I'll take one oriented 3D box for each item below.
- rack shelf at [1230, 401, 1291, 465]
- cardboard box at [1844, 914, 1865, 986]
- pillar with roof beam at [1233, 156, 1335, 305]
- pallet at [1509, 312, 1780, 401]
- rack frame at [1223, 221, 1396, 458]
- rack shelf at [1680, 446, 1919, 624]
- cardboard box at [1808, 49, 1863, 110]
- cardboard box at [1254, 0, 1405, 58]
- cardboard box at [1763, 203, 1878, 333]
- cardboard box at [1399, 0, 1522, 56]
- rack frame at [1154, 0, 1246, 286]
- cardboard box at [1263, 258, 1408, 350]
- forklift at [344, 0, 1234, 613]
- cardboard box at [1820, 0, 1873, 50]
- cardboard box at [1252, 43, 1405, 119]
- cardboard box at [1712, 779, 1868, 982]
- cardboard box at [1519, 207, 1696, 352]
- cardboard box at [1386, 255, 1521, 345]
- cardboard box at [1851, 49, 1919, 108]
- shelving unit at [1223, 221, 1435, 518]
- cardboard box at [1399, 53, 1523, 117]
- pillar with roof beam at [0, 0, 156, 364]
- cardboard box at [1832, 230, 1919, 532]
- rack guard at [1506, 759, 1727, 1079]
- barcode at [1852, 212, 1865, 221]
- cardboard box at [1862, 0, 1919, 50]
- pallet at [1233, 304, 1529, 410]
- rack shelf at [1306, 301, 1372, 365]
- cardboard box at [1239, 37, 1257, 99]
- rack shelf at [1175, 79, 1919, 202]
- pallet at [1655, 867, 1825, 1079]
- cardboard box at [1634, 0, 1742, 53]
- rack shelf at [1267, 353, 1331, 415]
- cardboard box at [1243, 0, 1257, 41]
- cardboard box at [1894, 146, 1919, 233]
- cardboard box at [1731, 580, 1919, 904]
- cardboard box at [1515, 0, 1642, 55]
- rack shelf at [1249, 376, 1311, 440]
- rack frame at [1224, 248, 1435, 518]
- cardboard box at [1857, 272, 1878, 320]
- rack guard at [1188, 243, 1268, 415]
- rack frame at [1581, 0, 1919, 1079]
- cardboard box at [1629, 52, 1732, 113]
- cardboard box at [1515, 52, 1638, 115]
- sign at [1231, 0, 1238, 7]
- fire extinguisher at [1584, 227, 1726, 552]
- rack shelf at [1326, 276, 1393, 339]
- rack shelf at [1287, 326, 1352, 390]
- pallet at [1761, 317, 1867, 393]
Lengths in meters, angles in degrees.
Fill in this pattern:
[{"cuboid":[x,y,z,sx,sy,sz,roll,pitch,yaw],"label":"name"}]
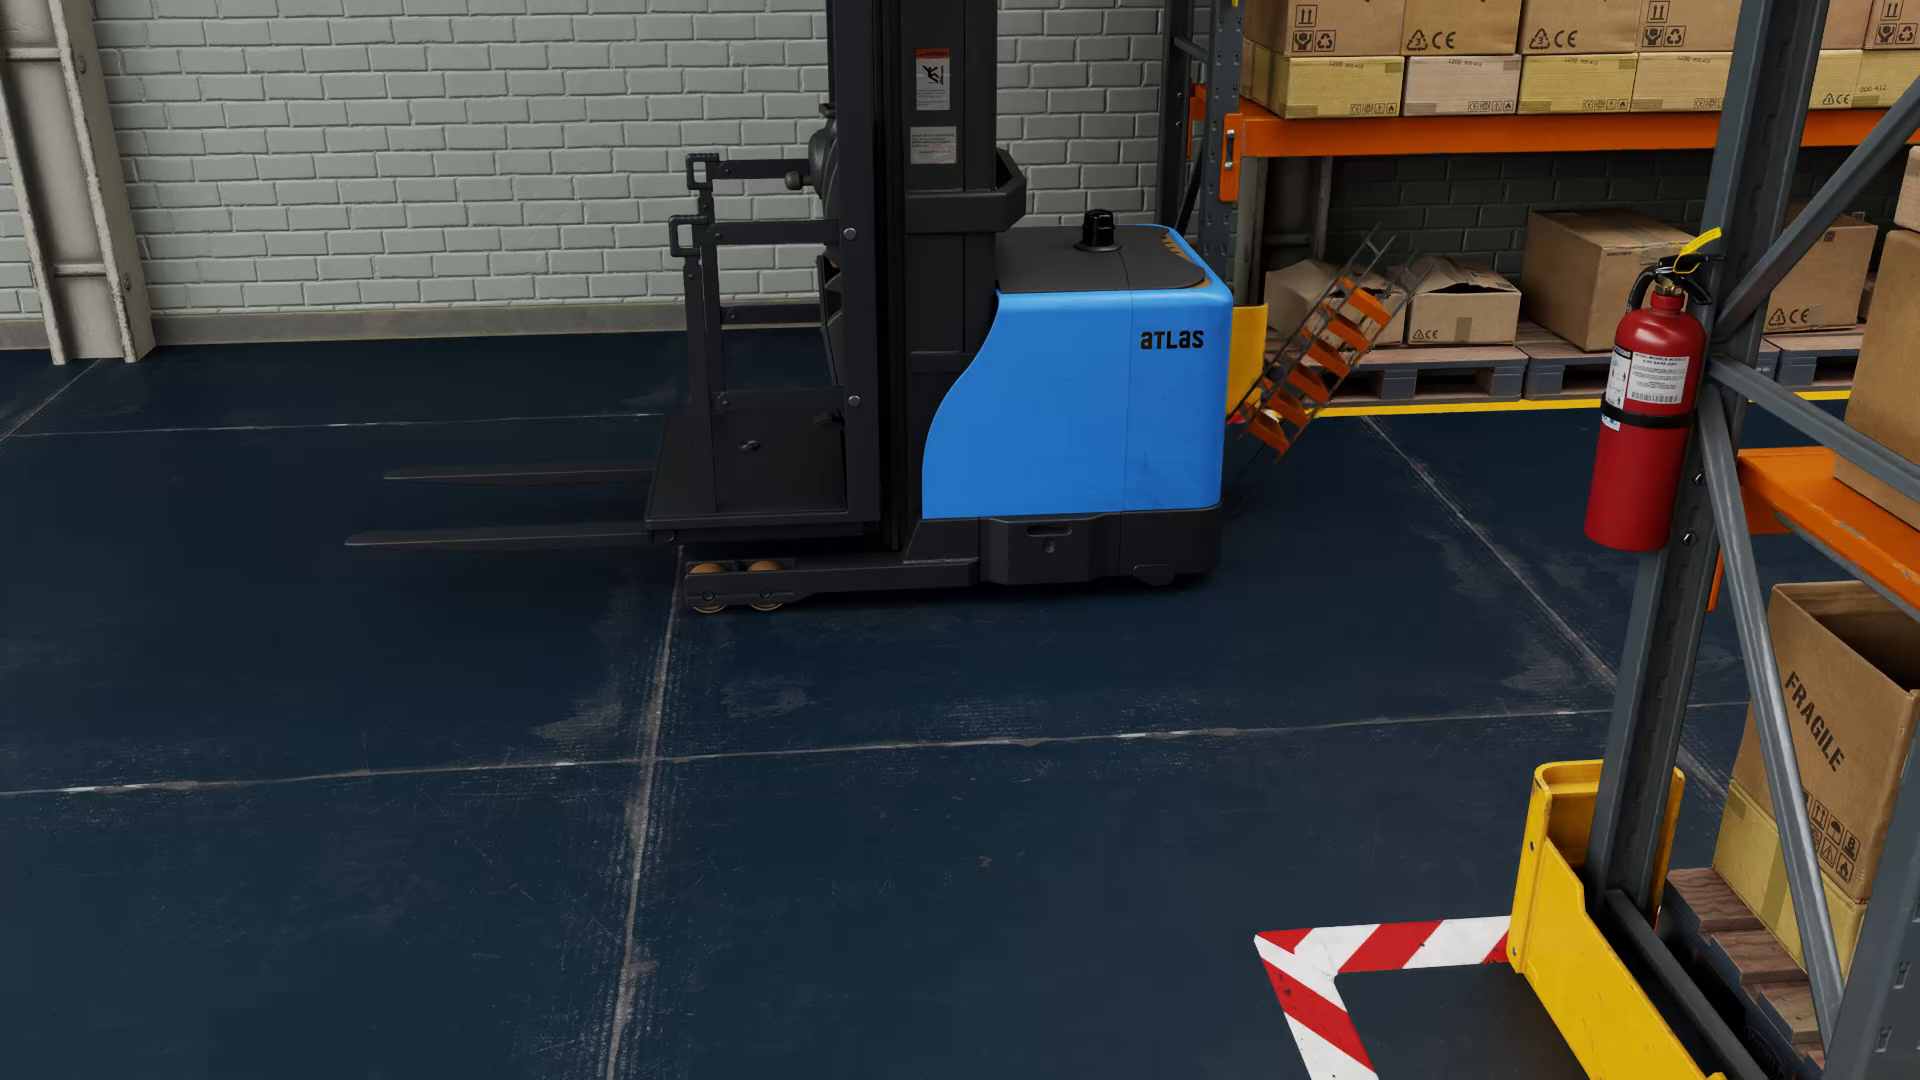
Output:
[{"cuboid":[1.155,-0.421,6.415,0.180,0.103,0.258,31,20,-13],"label":"rack shelf"},{"cuboid":[2.117,0.967,3.250,0.500,0.250,0.500,-2,24,-5],"label":"cardboard box"},{"cuboid":[2.106,-3.547,3.151,0.400,9.000,9.100,-2,24,-5],"label":"pillar with roof beam"},{"cuboid":[3.170,-0.963,8.156,1.213,0.211,1.003,-2,24,-5],"label":"pallet"},{"cuboid":[1.236,-0.684,6.298,0.006,1.200,0.240,31,20,-13],"label":"rack frame"},{"cuboid":[3.552,0.083,3.256,4.000,0.370,1.077,-2,24,-5],"label":"rack shelf"},{"cuboid":[3.614,-2.084,7.406,0.500,0.250,0.500,-2,24,-5],"label":"cardboard box"},{"cuboid":[1.576,-2.349,7.079,0.500,0.500,0.500,-2,24,-5],"label":"cardboard box"},{"cuboid":[4.023,-1.329,8.083,0.500,0.500,0.500,-4,24,-9],"label":"cardboard box"},{"cuboid":[2.068,-2.365,7.114,0.500,0.500,0.500,-2,24,-5],"label":"cardboard box"},{"cuboid":[1.071,-2.168,7.435,0.127,3.000,1.000,-2,24,-5],"label":"rack frame"},{"cuboid":[1.768,-1.132,7.872,0.500,0.311,0.500,-5,24,-11],"label":"cardboard box"},{"cuboid":[-0.627,-1.315,5.600,3.031,2.935,1.130,-2,24,-5],"label":"forklift"},{"cuboid":[3.613,-2.429,7.259,0.500,0.500,0.500,-3,24,-7],"label":"cardboard box"},{"cuboid":[1.588,-2.000,7.217,0.500,0.250,0.500,-3,24,-7],"label":"cardboard box"},{"cuboid":[2.066,0.758,3.721,0.500,0.250,0.500,-2,24,-5],"label":"cardboard box"},{"cuboid":[3.071,-1.250,7.905,0.500,0.500,0.700,-4,24,-8],"label":"cardboard box"},{"cuboid":[2.336,-1.155,7.923,0.500,0.311,0.500,0,24,-1],"label":"cardboard box"},{"cuboid":[4.113,-2.111,7.465,0.500,0.250,0.500,-2,24,-5],"label":"cardboard box"},{"cuboid":[1.312,-0.637,6.318,0.189,1.200,0.258,31,20,-13],"label":"shelving unit"},{"cuboid":[2.103,-2.027,7.276,0.500,0.250,0.500,-3,24,-7],"label":"cardboard box"},{"cuboid":[-3.865,-3.308,2.612,0.400,9.000,9.100,-2,24,-5],"label":"pillar with roof beam"},{"cuboid":[2.027,-0.225,2.941,0.500,0.500,0.700,-2,24,-5],"label":"cardboard box"},{"cuboid":[1.538,0.977,3.436,0.348,0.500,1.175,-2,24,-5],"label":"rack guard"},{"cuboid":[4.491,-1.608,8.317,0.075,0.075,0.001,-2,24,-5],"label":"barcode"},{"cuboid":[4.115,-2.445,7.295,0.500,0.500,0.500,-2,24,-5],"label":"cardboard box"},{"cuboid":[1.959,-0.915,8.049,1.213,0.211,1.003,-2,24,-5],"label":"pallet"},{"cuboid":[1.420,-0.786,6.251,0.180,0.103,0.258,31,20,-13],"label":"rack shelf"},{"cuboid":[1.517,-2.206,7.680,0.500,0.250,0.500,-2,24,-4],"label":"cardboard box"},{"cuboid":[3.061,-1.919,7.761,4.000,0.370,1.077,-2,24,-5],"label":"rack shelf"},{"cuboid":[2.319,1.061,3.604,1.213,0.211,1.003,-2,24,-5],"label":"pallet"},{"cuboid":[3.096,-2.408,7.212,0.500,0.500,0.500,-2,24,-3],"label":"cardboard box"},{"cuboid":[1.288,-0.603,6.333,0.180,0.103,0.258,31,20,-13],"label":"rack shelf"},{"cuboid":[1.519,-2.556,7.545,0.500,0.500,0.500,-3,24,-6],"label":"cardboard box"},{"cuboid":[1.923,-0.601,2.986,0.250,0.149,0.380,-3,24,-6],"label":"cardboard box"},{"cuboid":[2.066,0.414,3.570,0.500,0.500,0.500,-2,24,-5],"label":"cardboard box"},{"cuboid":[2.583,-2.383,7.155,0.500,0.500,0.500,-3,24,-7],"label":"cardboard box"},{"cuboid":[1.221,-0.512,6.374,0.180,0.103,0.258,31,20,-13],"label":"rack shelf"},{"cuboid":[1.388,-0.591,6.338,0.006,1.200,0.240,31,20,-13],"label":"rack frame"},{"cuboid":[4.522,-1.201,8.205,0.250,0.166,0.380,-5,25,-12],"label":"cardboard box"},{"cuboid":[1.147,-1.029,7.950,0.348,0.500,1.175,-2,24,-5],"label":"rack guard"},{"cuboid":[1.562,-0.166,2.931,0.127,3.000,1.000,-2,24,-5],"label":"rack frame"},{"cuboid":[3.114,-2.064,7.360,0.500,0.250,0.500,-2,24,-5],"label":"cardboard box"},{"cuboid":[2.611,-2.044,7.317,0.500,0.250,0.500,-3,24,-6],"label":"cardboard box"},{"cuboid":[1.125,-2.345,6.766,0.005,0.325,0.100,-2,24,-5],"label":"sign"},{"cuboid":[1.398,-0.314,3.358,0.183,0.674,0.296,-2,24,-5],"label":"fire extinguisher"},{"cuboid":[1.487,-0.877,6.210,0.180,0.103,0.258,31,20,-13],"label":"rack shelf"},{"cuboid":[1.354,-0.695,6.292,0.180,0.103,0.258,31,20,-13],"label":"rack shelf"},{"cuboid":[4.387,-1.013,8.268,1.213,0.211,1.003,-2,24,-5],"label":"pallet"}]
